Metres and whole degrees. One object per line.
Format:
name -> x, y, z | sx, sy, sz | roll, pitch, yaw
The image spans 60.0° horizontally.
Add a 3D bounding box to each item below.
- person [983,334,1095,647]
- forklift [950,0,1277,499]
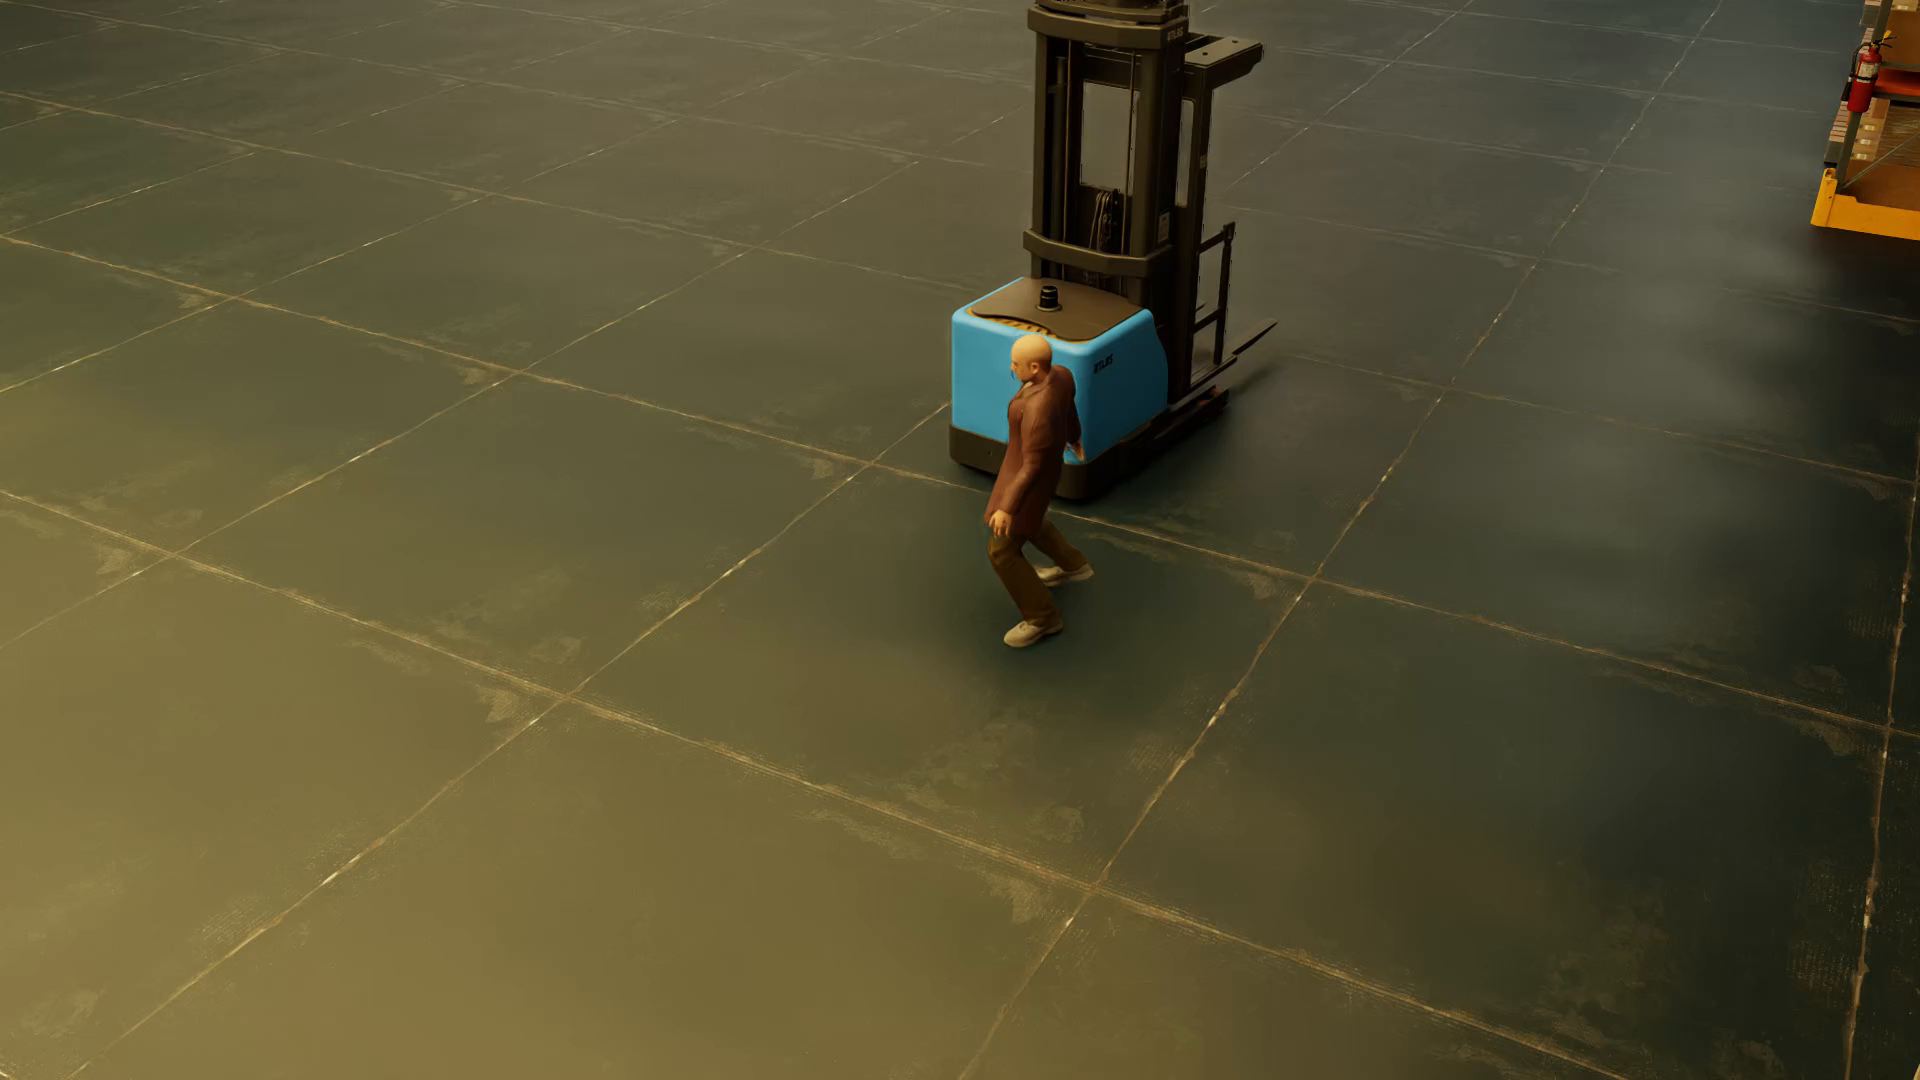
person -> 0.419, -0.359, 8.954 | 0.577, 1.687, 0.939 | 11, 32, 18
forklift -> 1.207, -2.203, 10.888 | 1.130, 2.935, 3.031 | 20, 36, 31
